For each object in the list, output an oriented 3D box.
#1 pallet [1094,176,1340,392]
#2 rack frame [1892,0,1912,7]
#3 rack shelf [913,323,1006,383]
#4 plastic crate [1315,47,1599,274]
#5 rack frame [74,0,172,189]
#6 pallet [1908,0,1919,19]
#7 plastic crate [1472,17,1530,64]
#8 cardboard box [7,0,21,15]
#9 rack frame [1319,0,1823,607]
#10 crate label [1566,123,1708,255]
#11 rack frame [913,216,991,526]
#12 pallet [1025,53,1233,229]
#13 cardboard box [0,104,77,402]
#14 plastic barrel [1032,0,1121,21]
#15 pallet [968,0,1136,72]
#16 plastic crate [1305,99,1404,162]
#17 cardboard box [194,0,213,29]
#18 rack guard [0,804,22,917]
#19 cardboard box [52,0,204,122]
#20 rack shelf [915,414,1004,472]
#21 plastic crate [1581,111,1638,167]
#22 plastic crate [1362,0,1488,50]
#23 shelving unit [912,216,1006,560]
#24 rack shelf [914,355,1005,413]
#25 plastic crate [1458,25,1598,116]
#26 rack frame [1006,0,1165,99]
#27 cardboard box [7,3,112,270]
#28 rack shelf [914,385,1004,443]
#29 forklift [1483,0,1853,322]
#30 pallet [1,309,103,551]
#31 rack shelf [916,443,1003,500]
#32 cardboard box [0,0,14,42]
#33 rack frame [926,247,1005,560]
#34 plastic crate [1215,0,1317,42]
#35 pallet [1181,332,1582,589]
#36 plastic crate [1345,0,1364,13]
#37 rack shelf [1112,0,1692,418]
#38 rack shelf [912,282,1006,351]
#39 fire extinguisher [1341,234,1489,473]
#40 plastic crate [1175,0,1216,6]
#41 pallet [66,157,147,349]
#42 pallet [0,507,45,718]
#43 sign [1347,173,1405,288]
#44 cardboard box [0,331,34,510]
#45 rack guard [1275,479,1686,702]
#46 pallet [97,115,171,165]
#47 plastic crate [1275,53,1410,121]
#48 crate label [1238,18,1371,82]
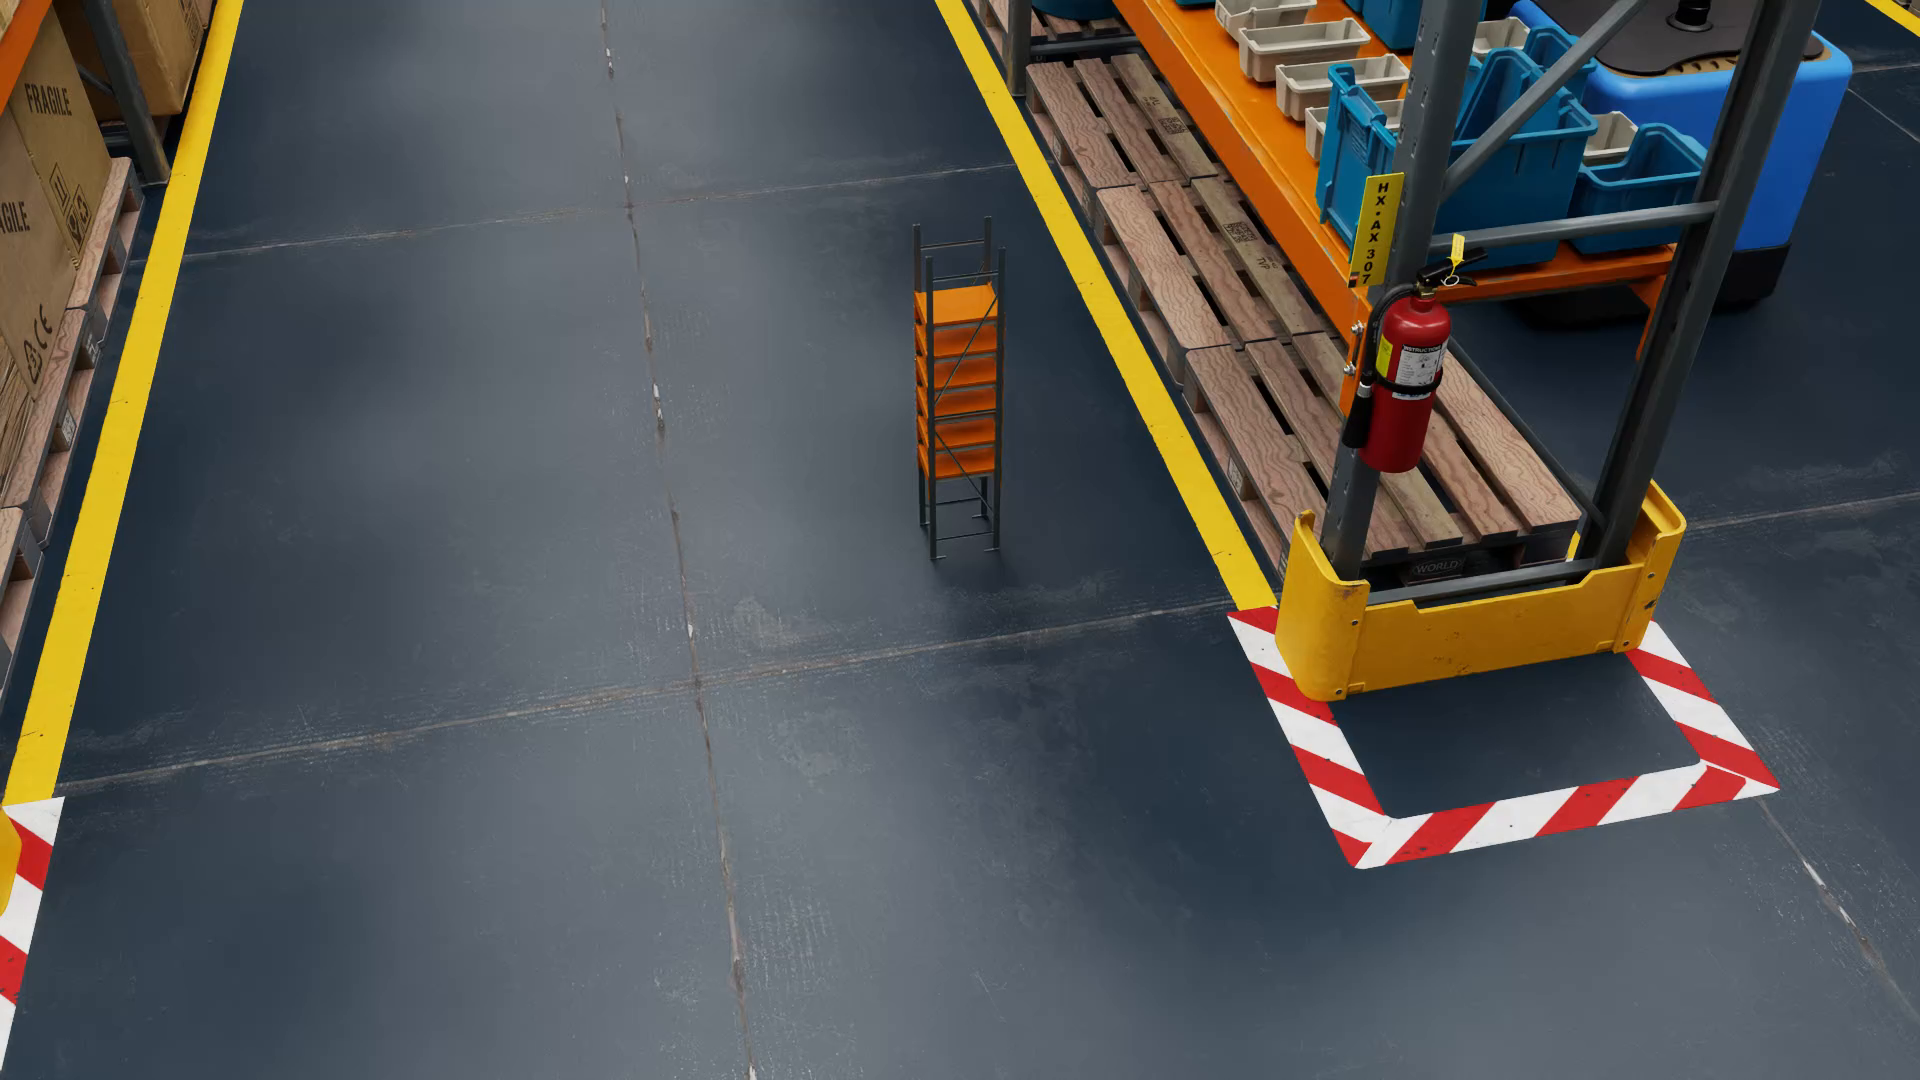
[{"bbox_3d":[1.197,-1.103,6.834,1.003,0.211,1.213,-8,42,-9],"label":"pallet"},{"bbox_3d":[5.571,-4.117,8.129,1.000,3.000,0.127,-8,42,-9],"label":"rack frame"},{"bbox_3d":[-0.003,-0.604,5.232,0.258,0.103,0.180,-8,42,-9],"label":"rack shelf"},{"bbox_3d":[1.342,-1.043,4.594,0.616,0.435,0.499,-8,42,-9],"label":"plastic crate"},{"bbox_3d":[-4.103,-2.700,6.532,1.000,3.000,0.127,-8,42,-9],"label":"rack frame"},{"bbox_3d":[5.718,-2.629,8.553,1.003,0.211,1.213,-8,42,-9],"label":"pallet"},{"bbox_3d":[1.730,-1.607,5.455,0.250,0.136,0.298,-8,42,-9],"label":"plastic crate"},{"bbox_3d":[-3.551,-1.955,5.883,0.380,0.149,0.250,-8,42,-8],"label":"cardboard box"},{"bbox_3d":[1.597,-0.817,4.411,1.000,3.000,0.127,-8,42,-9],"label":"rack frame"},{"bbox_3d":[1.865,-0.984,4.680,0.416,0.233,0.303,-8,42,-9],"label":"crate label"},{"bbox_3d":[-0.023,-0.517,5.429,0.240,1.200,0.006,-8,42,-9],"label":"rack frame"},{"bbox_3d":[0.930,-1.896,7.727,1.003,0.211,1.213,-8,42,-9],"label":"pallet"},{"bbox_3d":[-3.844,-1.040,5.946,0.875,0.875,0.875,-8,42,-9],"label":"cardboard box"},{"bbox_3d":[0.632,-3.137,8.289,0.600,0.901,0.708,-8,42,-9],"label":"plastic barrel"},{"bbox_3d":[0.607,-2.873,8.828,1.003,0.211,1.213,-8,42,-9],"label":"pallet"},{"bbox_3d":[1.244,-1.243,5.045,0.396,0.136,0.243,-8,42,-9],"label":"plastic crate"},{"bbox_3d":[-4.454,-3.054,8.215,1.225,0.875,0.875,-10,43,-11],"label":"cardboard box"},{"bbox_3d":[-3.235,0.843,4.424,1.175,0.500,0.348,-8,42,-9],"label":"rack guard"},{"bbox_3d":[-4.261,-2.475,7.562,1.225,0.875,0.875,-8,42,-9],"label":"cardboard box"},{"bbox_3d":[-0.003,-0.335,5.471,0.258,0.103,0.180,-8,42,-9],"label":"rack shelf"},{"bbox_3d":[1.876,-1.168,4.959,0.250,0.136,0.298,-8,42,-9],"label":"plastic crate"},{"bbox_3d":[1.580,-1.837,5.641,0.416,0.233,0.300,-8,42,-9],"label":"plastic crate"},{"bbox_3d":[-0.003,-0.458,5.362,0.258,1.200,0.189,-8,42,-9],"label":"shelving unit"},{"bbox_3d":[-0.003,-0.515,5.312,0.258,0.103,0.180,-8,42,-9],"label":"rack shelf"},{"bbox_3d":[1.723,-1.411,5.161,0.416,0.233,0.300,-8,42,-9],"label":"plastic crate"},{"bbox_3d":[0.733,-3.410,7.332,1.000,3.000,0.127,-8,42,-9],"label":"rack frame"},{"bbox_3d":[-4.039,-1.623,6.603,0.875,0.875,0.875,-8,42,-9],"label":"cardboard box"},{"bbox_3d":[-0.003,-0.425,5.392,0.258,0.103,0.180,-8,42,-9],"label":"rack shelf"},{"bbox_3d":[2.532,-2.949,6.865,1.130,2.935,3.031,-8,42,-9],"label":"forklift"},{"bbox_3d":[-3.749,-0.361,5.997,1.003,0.211,1.213,-8,42,-9],"label":"pallet"},{"bbox_3d":[-0.003,-0.245,5.551,0.258,0.103,0.180,-8,42,-9],"label":"rack shelf"},{"bbox_3d":[-3.495,-1.788,5.694,0.380,0.149,0.250,-8,42,-8],"label":"cardboard box"},{"bbox_3d":[0.017,-0.399,5.295,0.240,1.200,0.006,-8,42,-9],"label":"rack frame"},{"bbox_3d":[1.029,-1.800,5.671,0.298,0.136,0.250,-8,42,-9],"label":"plastic crate"},{"bbox_3d":[1.456,-0.314,5.945,1.003,0.211,1.213,-8,42,-9],"label":"pallet"},{"bbox_3d":[1.516,-2.032,5.861,0.416,0.233,0.300,-8,42,-9],"label":"plastic crate"},{"bbox_3d":[1.165,-1.844,6.110,1.077,0.370,4.000,-8,42,-9],"label":"rack shelf"},{"bbox_3d":[-0.003,-0.694,5.153,0.258,0.103,0.180,-8,42,-9],"label":"rack shelf"},{"bbox_3d":[1.185,-0.486,4.377,0.296,0.674,0.183,-8,42,-9],"label":"fire extinguisher"},{"bbox_3d":[0.903,-2.071,5.905,0.416,0.233,0.300,-8,42,-9],"label":"plastic crate"},{"bbox_3d":[-4.015,-1.153,6.890,1.003,0.211,1.213,-8,42,-9],"label":"pallet"},{"bbox_3d":[-3.489,0.429,5.108,1.003,0.211,1.213,-8,42,-9],"label":"pallet"},{"bbox_3d":[1.063,-0.789,4.256,0.100,0.325,0.005,-8,42,-9],"label":"sign"},{"bbox_3d":[-3.652,-0.463,5.296,0.875,0.875,0.875,-8,42,-9],"label":"cardboard box"},{"bbox_3d":[1.614,0.132,5.225,1.175,0.500,0.348,-8,42,-9],"label":"rack guard"},{"bbox_3d":[-4.343,-2.147,8.009,1.003,0.211,1.213,-8,42,-9],"label":"pallet"},{"bbox_3d":[1.195,-1.433,5.259,0.396,0.136,0.243,-8,42,-9],"label":"plastic crate"},{"bbox_3d":[1.111,-1.610,5.458,0.396,0.136,0.243,-8,42,-9],"label":"crate label"}]
